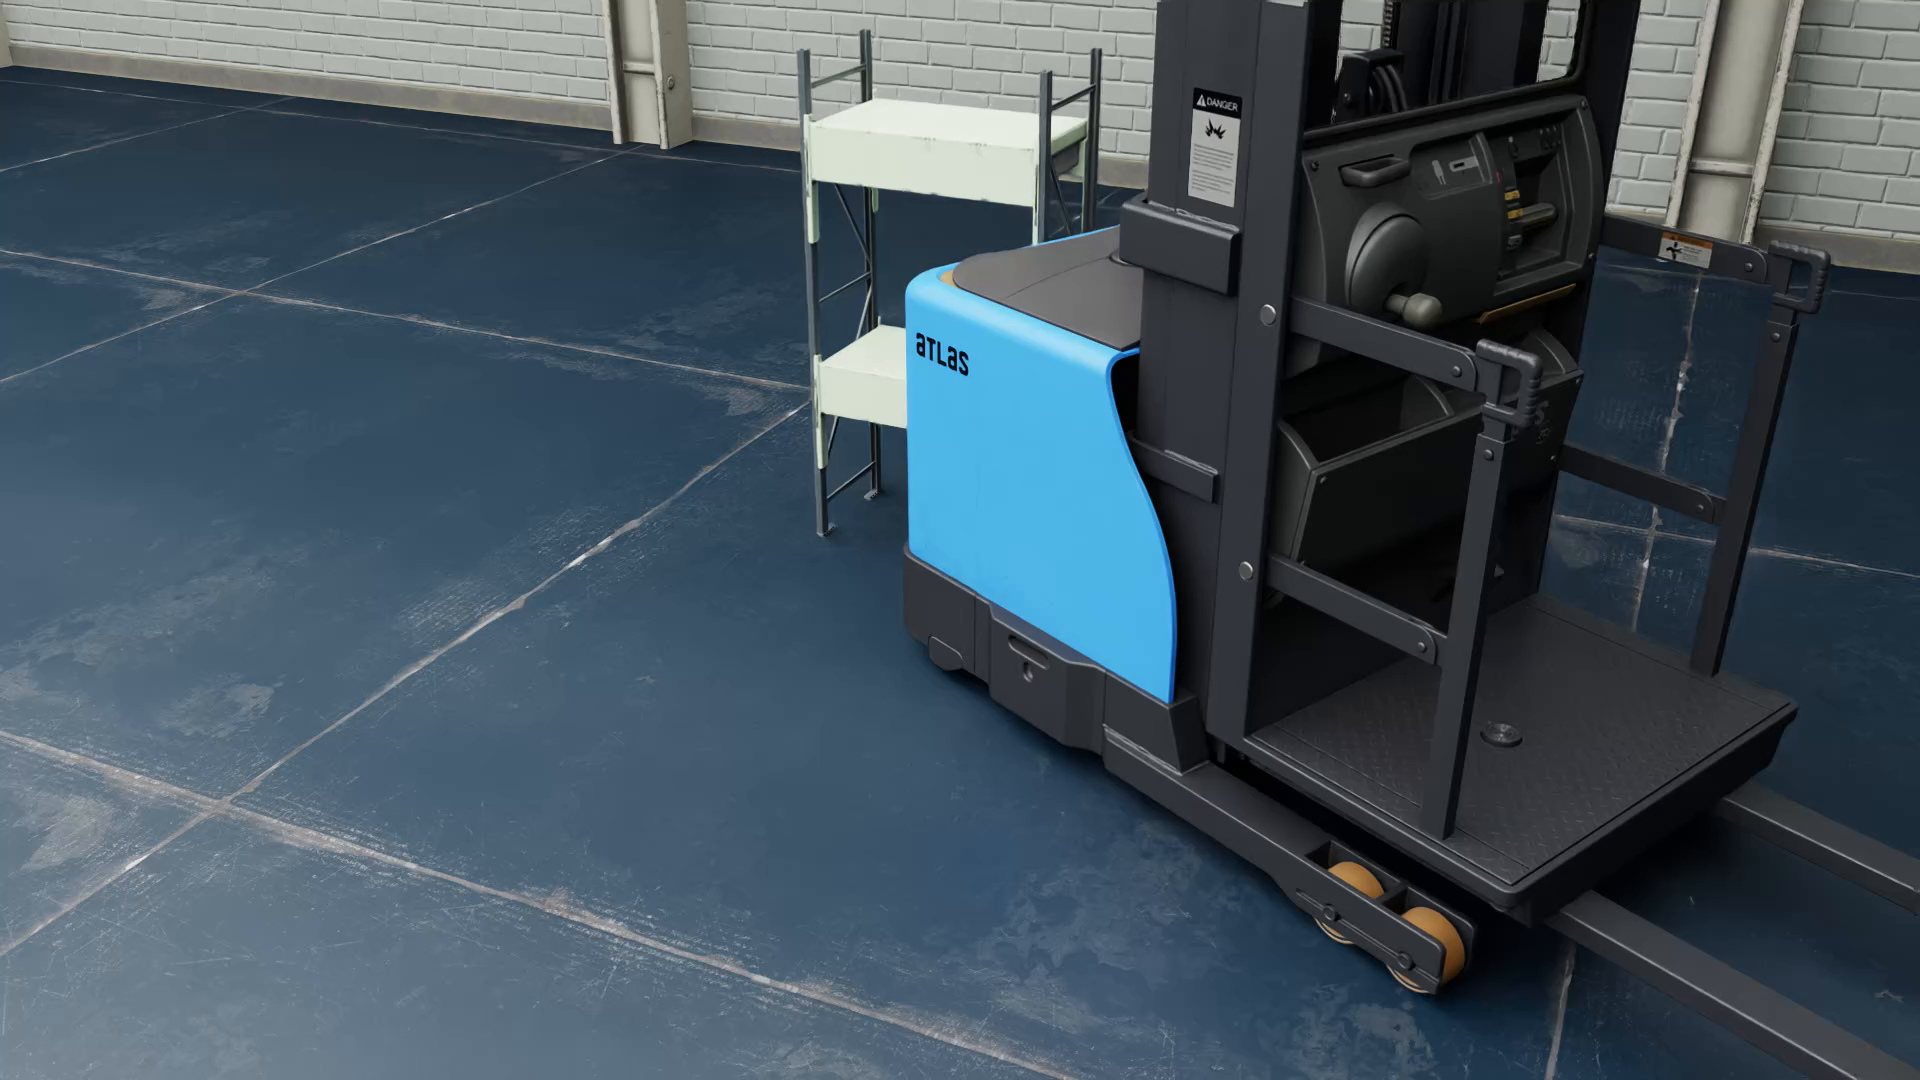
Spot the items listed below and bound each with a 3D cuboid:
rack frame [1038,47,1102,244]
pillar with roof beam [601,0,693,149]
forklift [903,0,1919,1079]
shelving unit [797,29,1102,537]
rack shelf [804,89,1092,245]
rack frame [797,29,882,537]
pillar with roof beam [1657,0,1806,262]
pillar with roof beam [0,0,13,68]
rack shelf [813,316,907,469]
[{"bbox_3d":[0.303,-0.625,4.822,0.023,1.500,0.400,12,29,23],"label":"rack frame"},{"bbox_3d":[-3.663,-4.764,4.738,0.400,9.000,9.100,11,28,22],"label":"pillar with roof beam"},{"bbox_3d":[1.156,-0.646,3.244,1.130,2.935,3.031,-19,32,-34],"label":"forklift"},{"bbox_3d":[-0.028,-0.694,4.963,0.755,1.500,0.431,12,29,23],"label":"shelving unit"},{"bbox_3d":[-0.028,-1.045,4.790,0.720,0.370,0.431,12,29,23],"label":"rack shelf"},{"bbox_3d":[-0.359,-0.764,5.103,0.023,1.500,0.400,12,29,23],"label":"rack frame"},{"bbox_3d":[1.799,-3.667,2.510,0.400,9.000,9.100,11,28,22],"label":"pillar with roof beam"},{"bbox_3d":[-9.125,-5.861,6.967,0.400,9.000,9.100,11,28,22],"label":"pillar with roof beam"},{"bbox_3d":[-0.028,-0.402,5.107,0.720,0.370,0.431,12,29,23],"label":"rack shelf"}]
